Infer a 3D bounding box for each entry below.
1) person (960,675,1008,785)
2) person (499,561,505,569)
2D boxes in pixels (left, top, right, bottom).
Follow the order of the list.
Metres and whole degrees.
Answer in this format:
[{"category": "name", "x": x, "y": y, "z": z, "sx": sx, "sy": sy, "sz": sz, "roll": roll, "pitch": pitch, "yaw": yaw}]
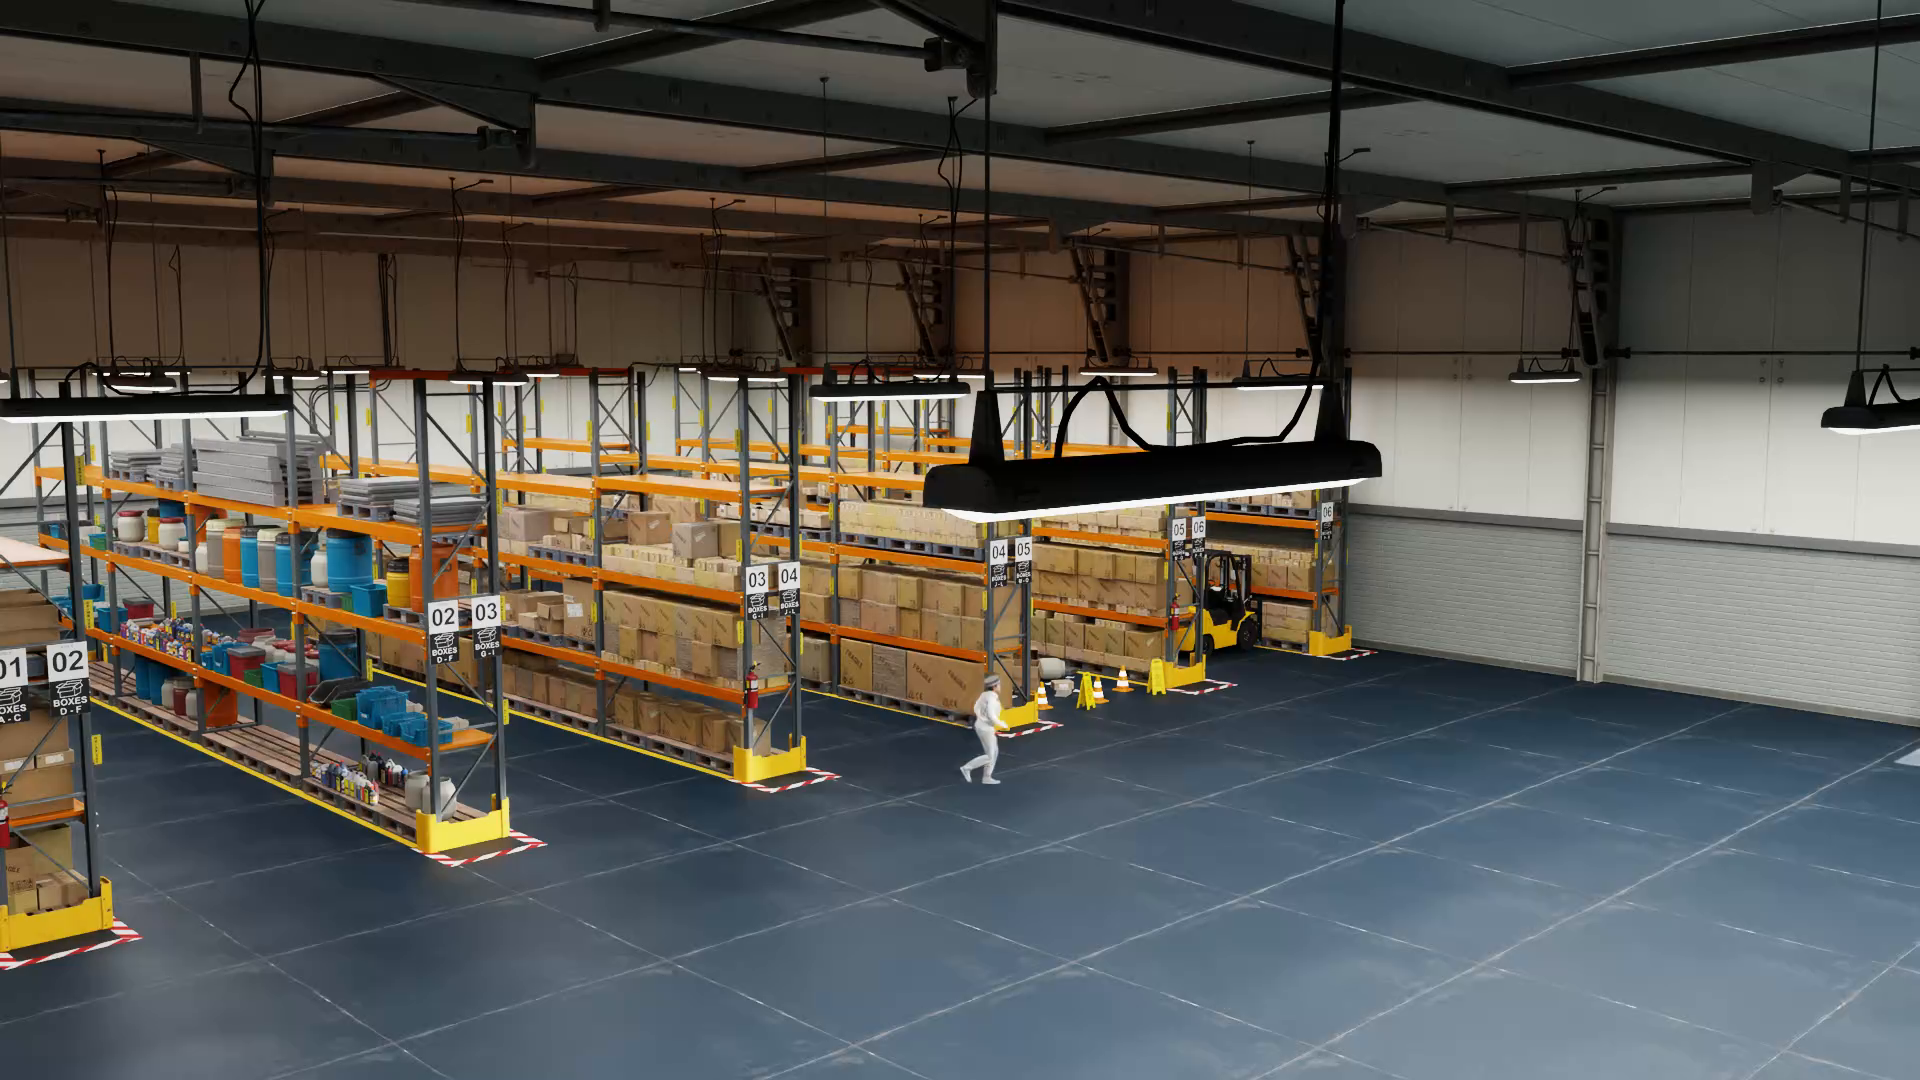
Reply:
[{"category": "person", "x": 0.337, "y": 2.789, "z": 24.339, "sx": 0.716, "sy": 1.640, "sz": 0.609, "roll": -1, "pitch": 7, "yaw": -12}, {"category": "person", "x": -10.358, "y": 1.296, "z": 37.274, "sx": 0.827, "sy": 1.672, "sz": 0.717, "roll": 4, "pitch": 7, "yaw": 30}]
